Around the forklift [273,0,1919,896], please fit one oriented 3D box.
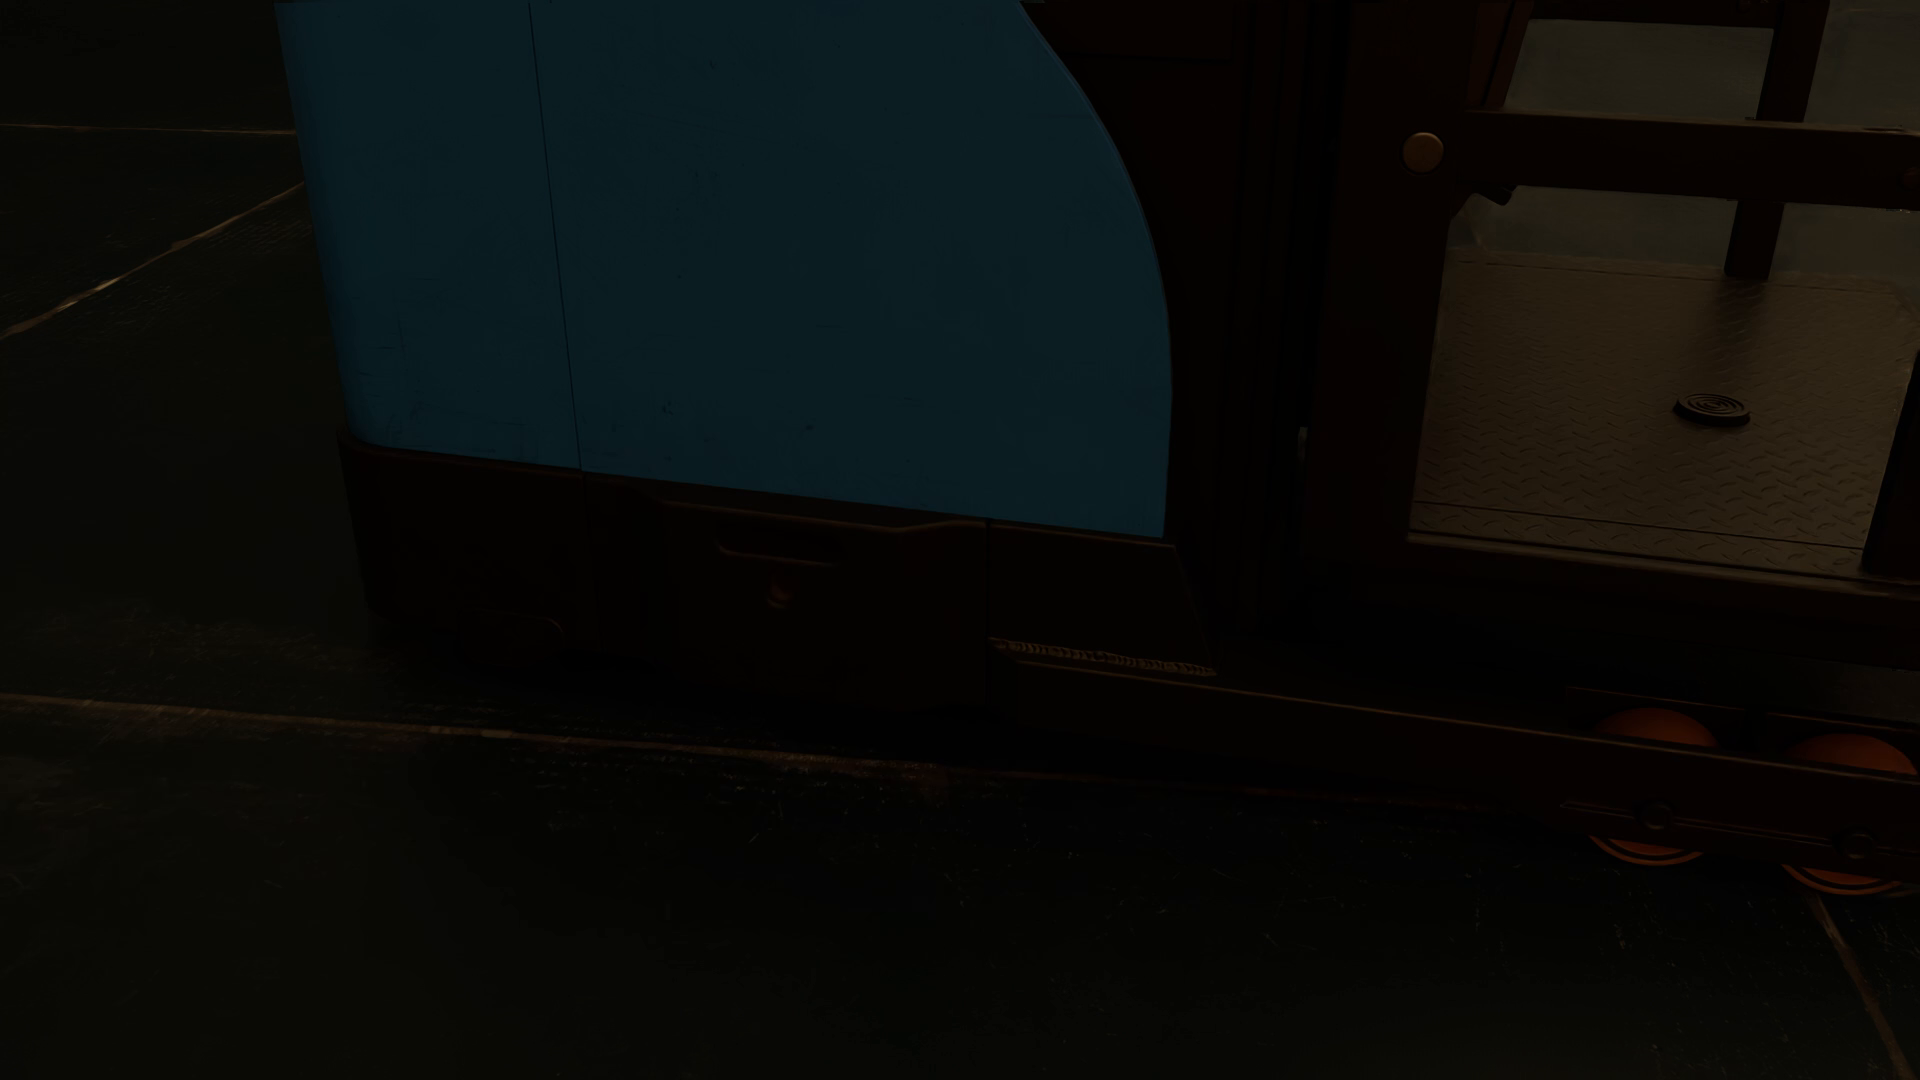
[{"bbox_3d":[0.790,-1.202,1.625,3.031,2.935,1.130,7,27,13],"label":"forklift"}]
